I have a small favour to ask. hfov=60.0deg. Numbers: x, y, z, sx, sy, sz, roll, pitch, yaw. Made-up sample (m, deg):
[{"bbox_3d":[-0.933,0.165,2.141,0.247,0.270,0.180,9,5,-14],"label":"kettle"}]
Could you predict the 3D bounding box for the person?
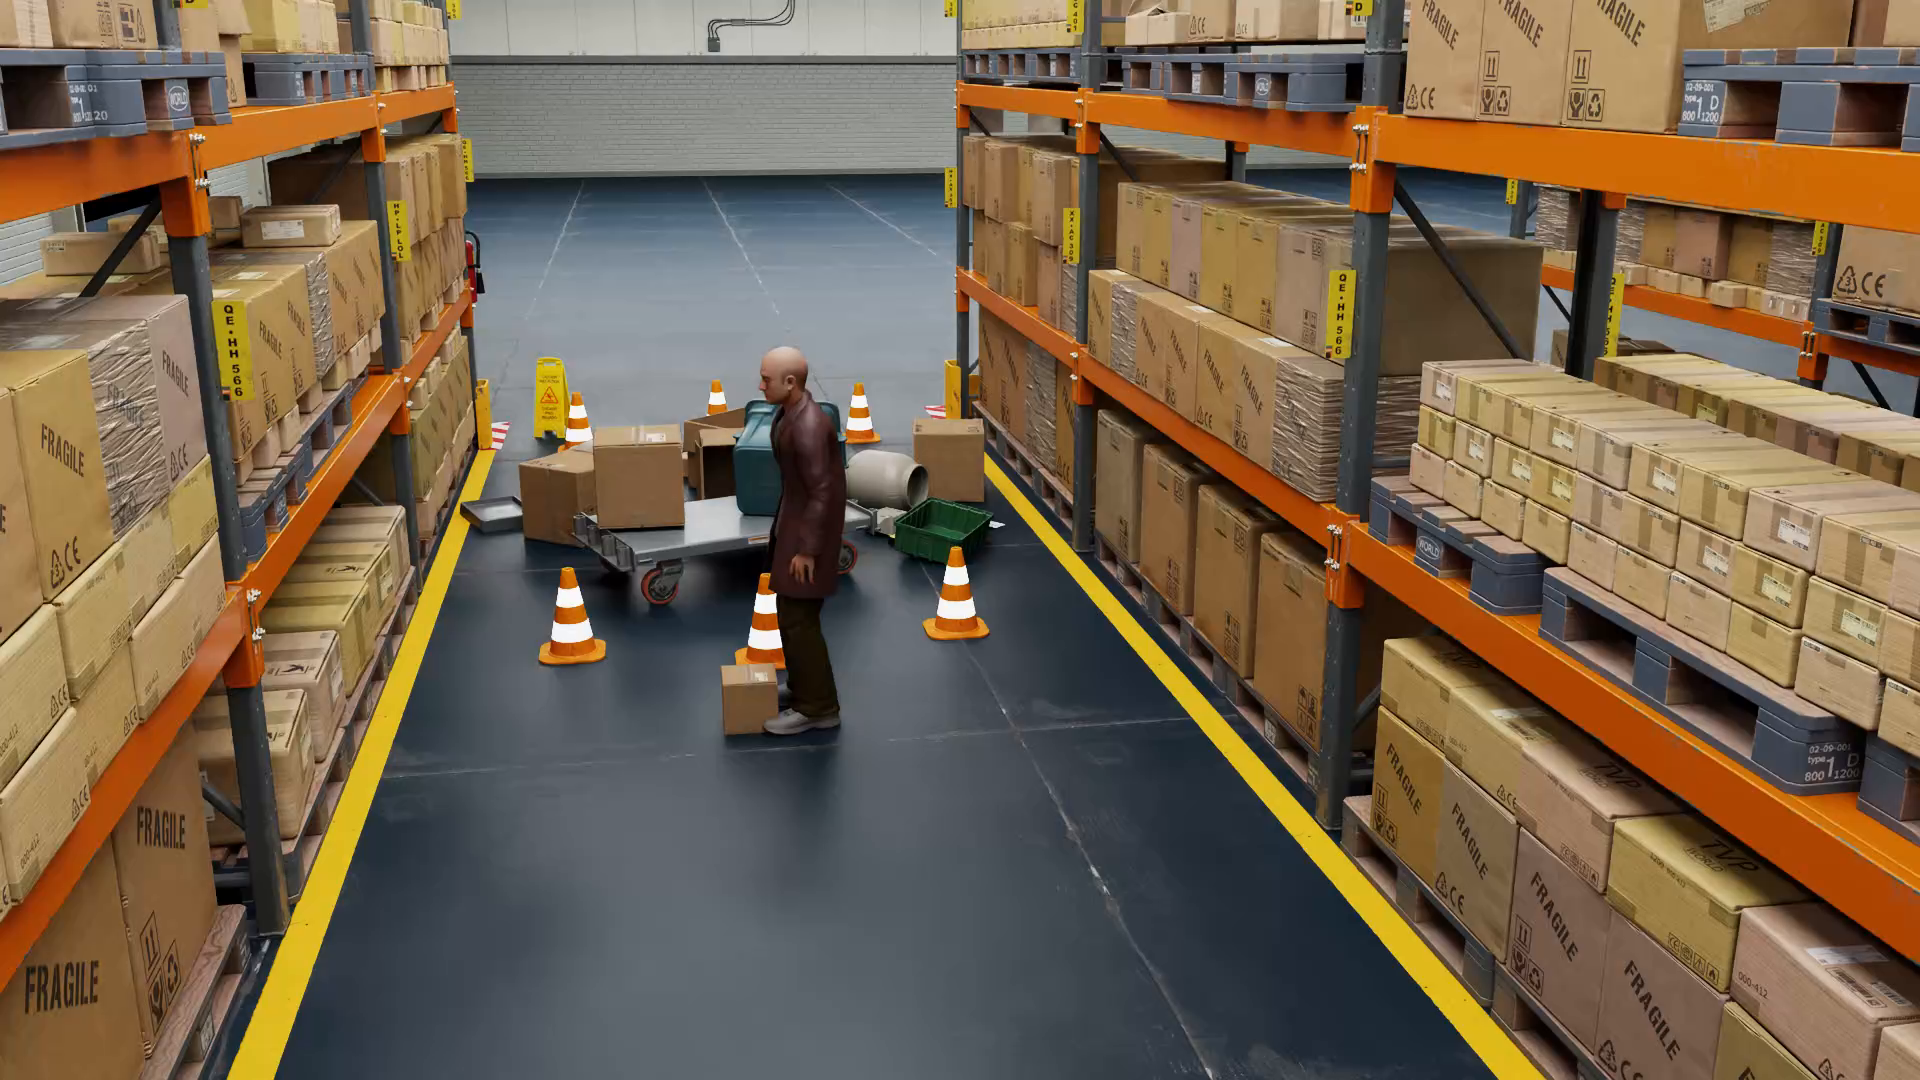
[{"bbox_3d":[-0.732,-0.004,7.575,0.427,1.773,0.651,-4,17,-14],"label":"person"}]
